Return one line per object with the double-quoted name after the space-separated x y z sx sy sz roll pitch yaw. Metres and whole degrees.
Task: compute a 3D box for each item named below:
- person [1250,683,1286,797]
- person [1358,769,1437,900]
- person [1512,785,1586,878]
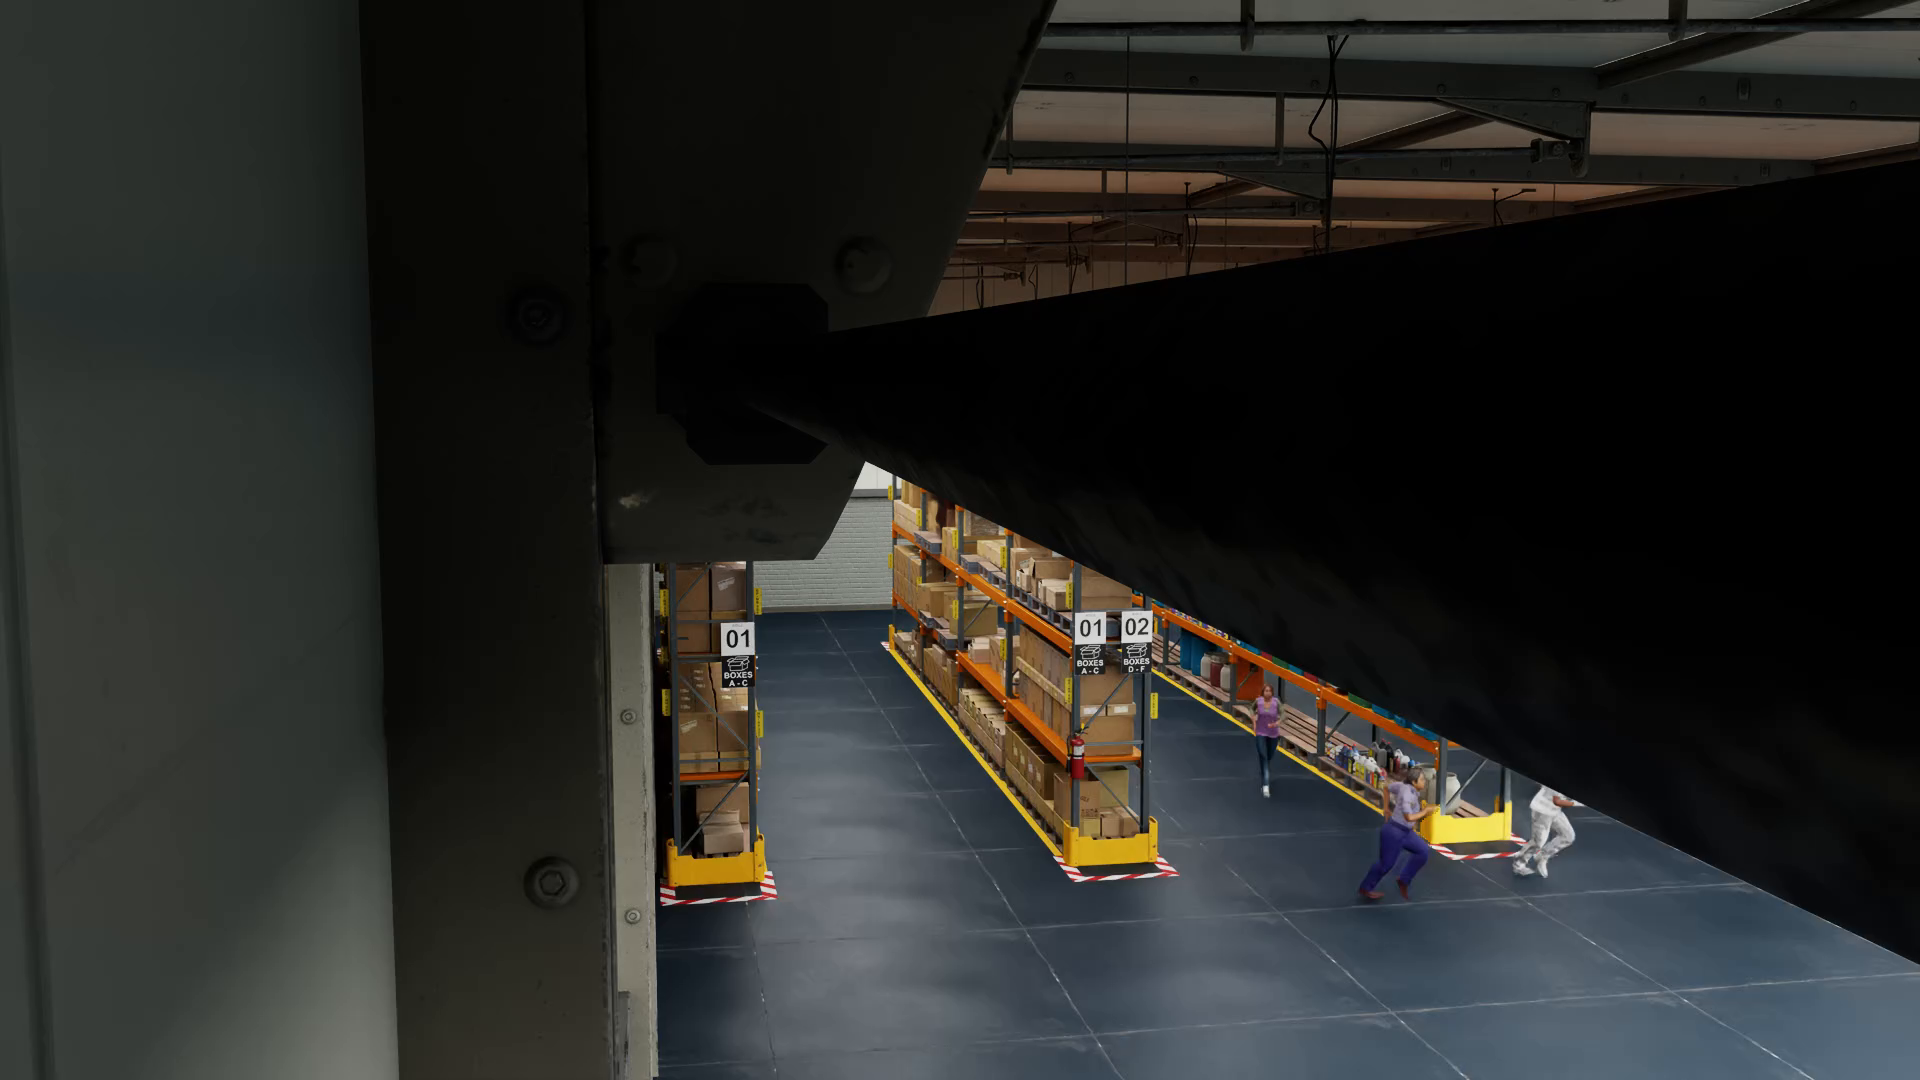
4.546 2.908 24.590 0.495 1.594 1.016 0 6 1 "person"
5.103 3.436 19.376 0.868 1.592 0.585 2 7 21 "person"
7.244 3.329 20.257 0.928 1.621 0.715 4 7 34 "person"
